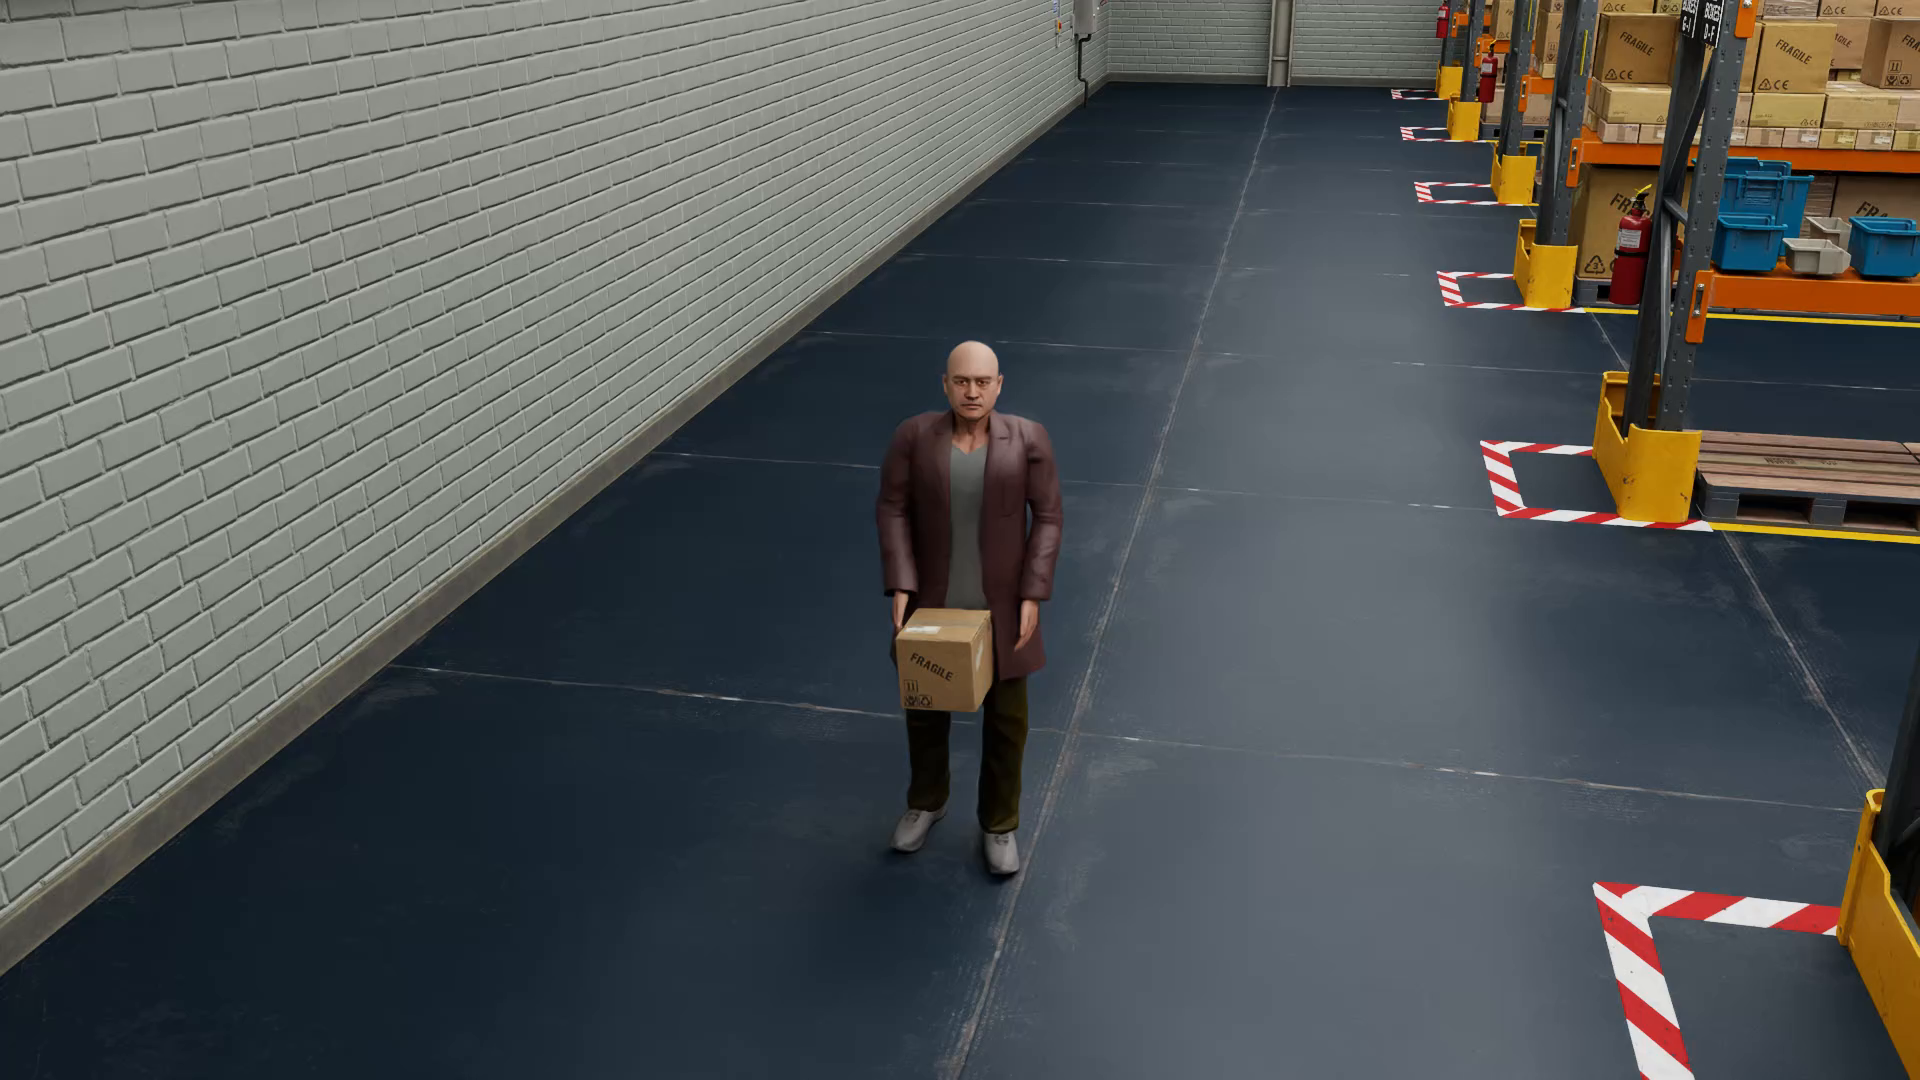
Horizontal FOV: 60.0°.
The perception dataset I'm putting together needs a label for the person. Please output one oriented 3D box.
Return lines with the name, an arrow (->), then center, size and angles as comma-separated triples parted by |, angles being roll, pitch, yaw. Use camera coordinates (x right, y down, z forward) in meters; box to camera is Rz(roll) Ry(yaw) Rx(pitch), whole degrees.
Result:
person -> 0.021, 0.233, 5.504 | 0.626, 1.779, 0.490 | 2, 21, 5
